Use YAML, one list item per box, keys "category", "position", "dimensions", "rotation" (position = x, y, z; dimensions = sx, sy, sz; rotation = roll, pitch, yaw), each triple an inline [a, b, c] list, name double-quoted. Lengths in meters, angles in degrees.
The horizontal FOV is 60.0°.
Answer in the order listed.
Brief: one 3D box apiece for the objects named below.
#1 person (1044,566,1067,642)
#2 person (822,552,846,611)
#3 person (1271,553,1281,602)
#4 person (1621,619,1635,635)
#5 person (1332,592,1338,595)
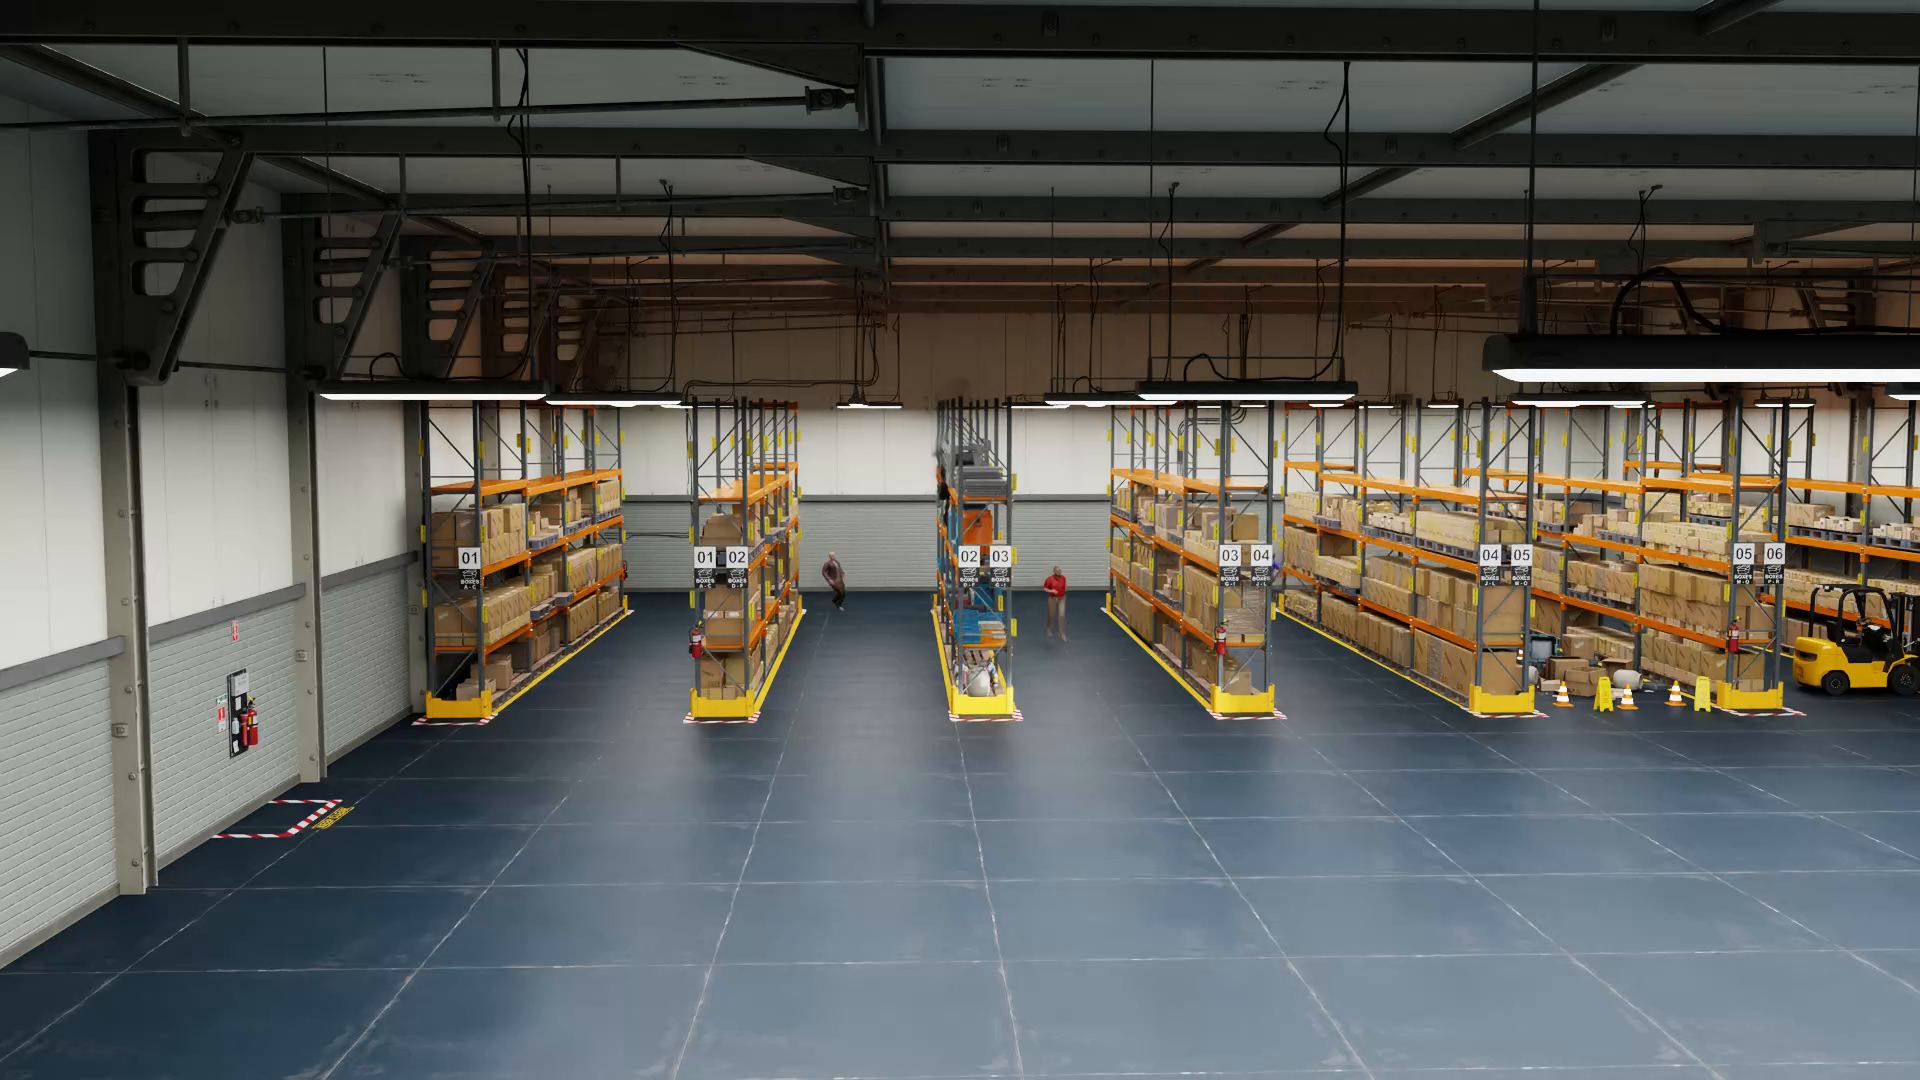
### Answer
- category: "person"
  position: [2.296, 1.510, 39.983]
  dimensions: [0.608, 1.781, 0.874]
  rotation: [-1, 4, -10]
- category: "person"
  position: [-3.557, 1.194, 47.753]
  dimensions: [0.534, 1.717, 0.760]
  rotation: [4, 6, 41]
- category: "person"
  position: [8.983, 1.150, 48.625]
  dimensions: [0.875, 1.603, 0.638]
  rotation: [-1, 5, -18]
- category: "person"
  position: [16.786, 1.669, 41.423]
  dimensions: [0.708, 1.747, 0.594]
  rotation: [0, 4, -4]
- category: "person"
  position: [10.895, 1.139, 48.300]
  dimensions: [0.681, 1.789, 0.674]
  rotation: [-3, 6, -38]
